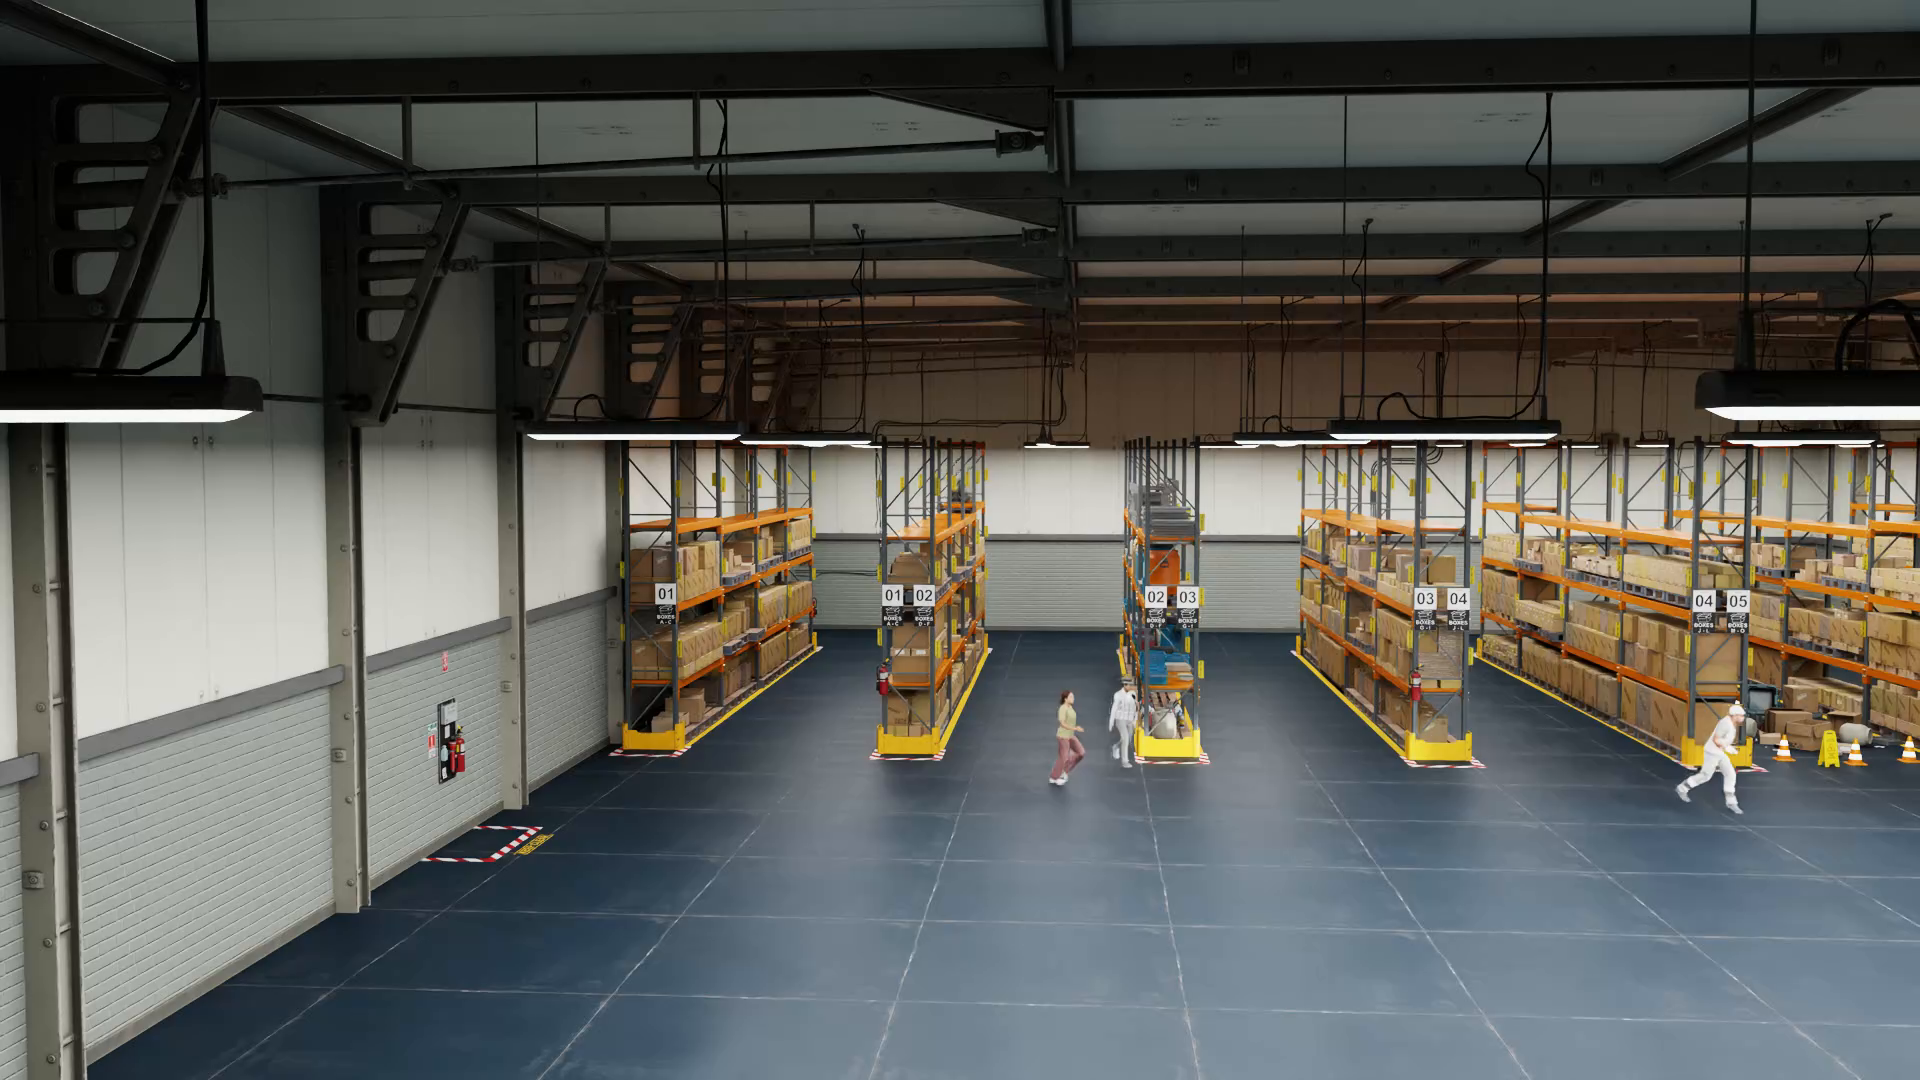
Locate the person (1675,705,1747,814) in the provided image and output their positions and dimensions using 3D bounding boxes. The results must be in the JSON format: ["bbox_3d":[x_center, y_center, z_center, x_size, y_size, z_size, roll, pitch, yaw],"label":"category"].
[{"bbox_3d":[11.996,3.466,26.561,1.061,1.728,0.699,2,4,35],"label":"person"}]

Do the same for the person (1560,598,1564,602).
[{"bbox_3d":[16.471,2.440,45.472,0.614,1.725,0.871,0,3,-1],"label":"person"}]

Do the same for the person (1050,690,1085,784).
[{"bbox_3d":[1.846,3.371,28.473,0.679,1.627,0.553,2,4,30],"label":"person"}]

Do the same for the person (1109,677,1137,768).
[{"bbox_3d":[2.968,3.278,30.258,0.570,1.606,0.882,-2,3,-28],"label":"person"}]
